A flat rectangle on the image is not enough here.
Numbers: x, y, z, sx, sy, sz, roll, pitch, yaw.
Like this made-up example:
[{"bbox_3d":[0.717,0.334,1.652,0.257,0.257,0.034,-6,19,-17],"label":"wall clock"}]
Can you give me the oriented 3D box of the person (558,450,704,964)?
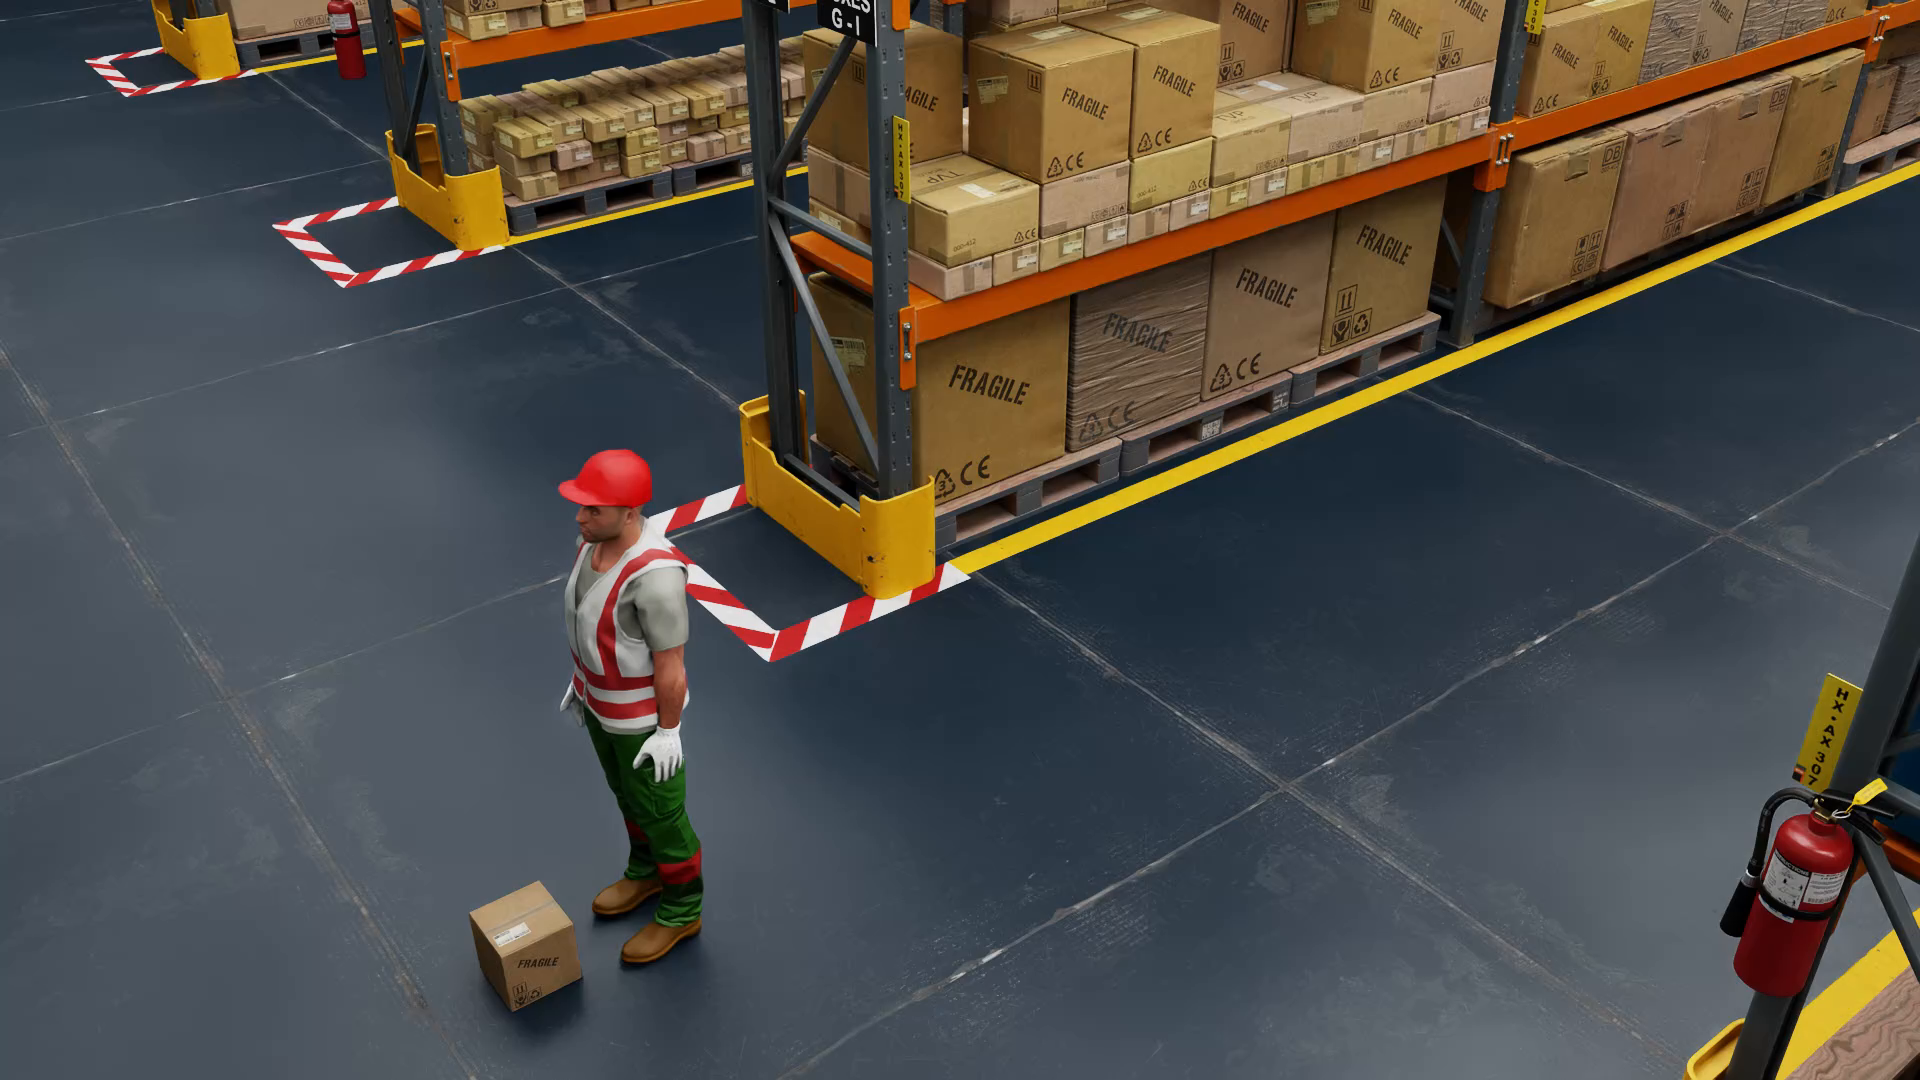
[{"bbox_3d":[-1.055,0.526,5.255,0.383,1.798,0.534,-21,38,-30],"label":"person"}]
